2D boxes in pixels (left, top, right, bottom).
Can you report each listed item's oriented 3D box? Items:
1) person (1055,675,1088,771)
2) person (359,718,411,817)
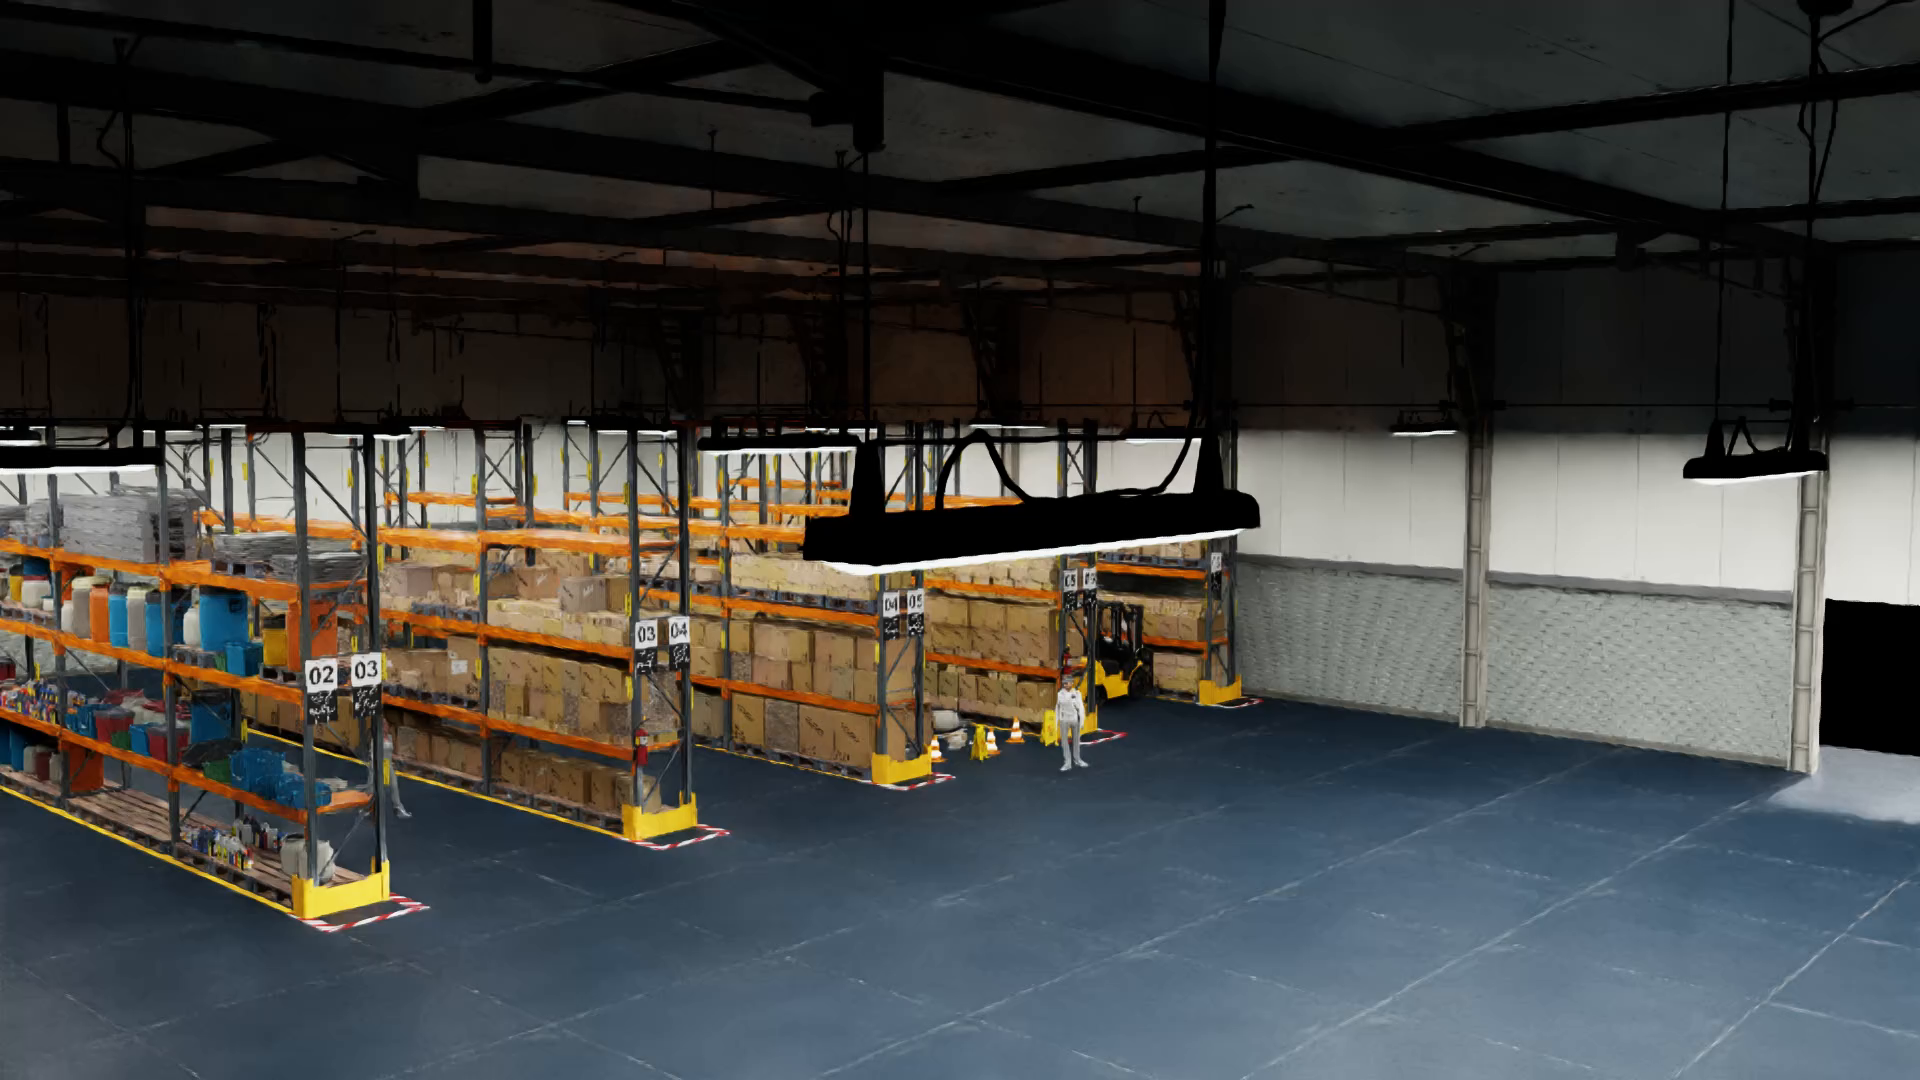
[{"bbox_3d":[1.932,3.152,28.929,0.572,1.656,0.531,1,5,14],"label":"person"},{"bbox_3d":[-8.839,3.475,25.411,0.957,1.533,0.411,3,6,33],"label":"person"}]
